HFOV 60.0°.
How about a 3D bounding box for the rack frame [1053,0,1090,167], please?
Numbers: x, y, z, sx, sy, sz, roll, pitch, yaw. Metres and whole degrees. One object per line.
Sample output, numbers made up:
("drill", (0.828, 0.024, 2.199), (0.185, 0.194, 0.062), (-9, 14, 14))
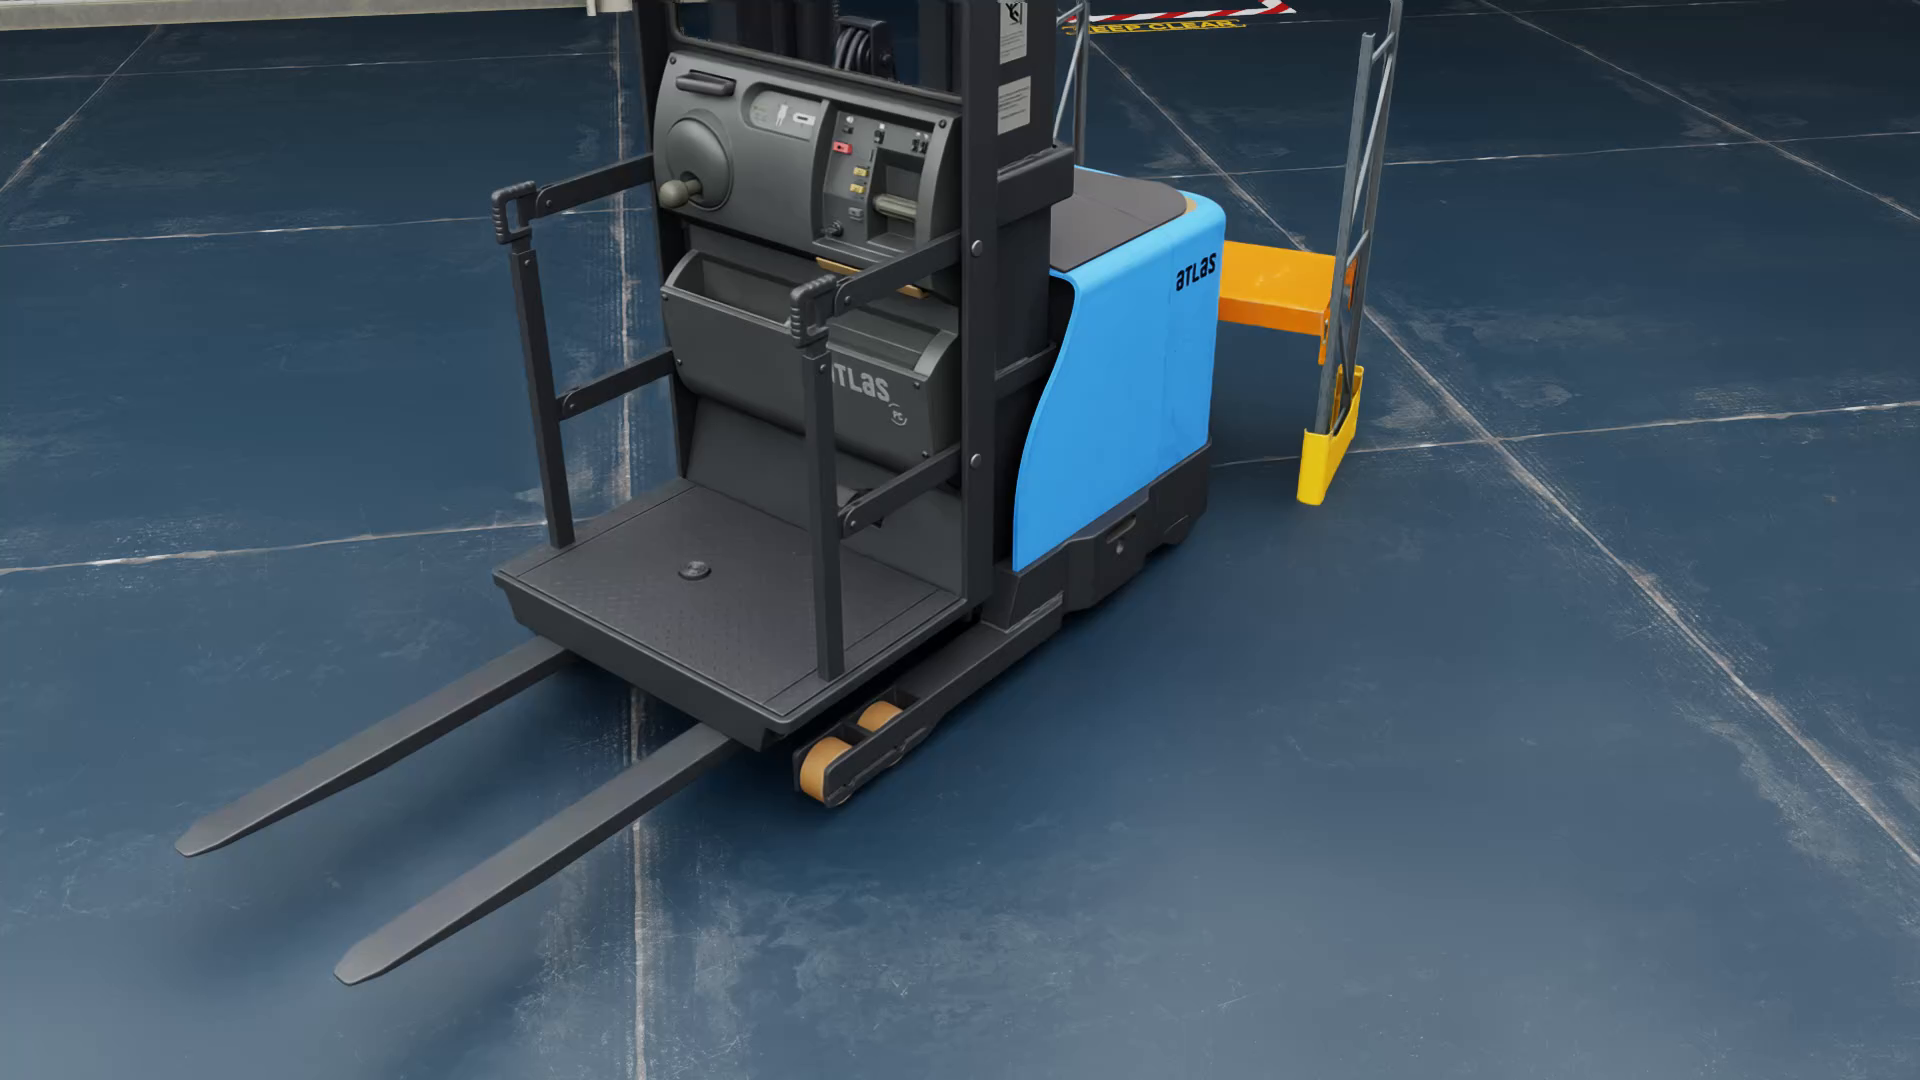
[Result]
("rack frame", (0.320, -1.106, 5.651), (0.032, 1.500, 0.500), (12, 33, 20))

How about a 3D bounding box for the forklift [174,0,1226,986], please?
("forklift", (-0.529, -0.890, 3.872), (1.130, 2.935, 3.031), (22, 37, 33))

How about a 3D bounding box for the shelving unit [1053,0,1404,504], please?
("shelving unit", (0.797, -1.003, 5.477), (1.083, 1.500, 0.587), (12, 33, 20))

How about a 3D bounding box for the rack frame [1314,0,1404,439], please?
("rack frame", (1.257, -0.905, 5.309), (0.032, 1.500, 0.500), (12, 33, 20))

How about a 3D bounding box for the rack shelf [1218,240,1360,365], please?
("rack shelf", (0.789, -0.850, 5.571), (1.000, 0.185, 0.538), (12, 33, 20))

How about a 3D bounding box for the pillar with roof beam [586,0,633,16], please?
("pillar with roof beam", (-1.591, -5.394, 5.545), (0.400, 9.000, 9.100), (-5, 31, -9))

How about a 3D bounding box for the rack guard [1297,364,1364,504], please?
("rack guard", (1.255, -0.366, 5.626), (0.087, 0.250, 0.587), (12, 33, 20))
